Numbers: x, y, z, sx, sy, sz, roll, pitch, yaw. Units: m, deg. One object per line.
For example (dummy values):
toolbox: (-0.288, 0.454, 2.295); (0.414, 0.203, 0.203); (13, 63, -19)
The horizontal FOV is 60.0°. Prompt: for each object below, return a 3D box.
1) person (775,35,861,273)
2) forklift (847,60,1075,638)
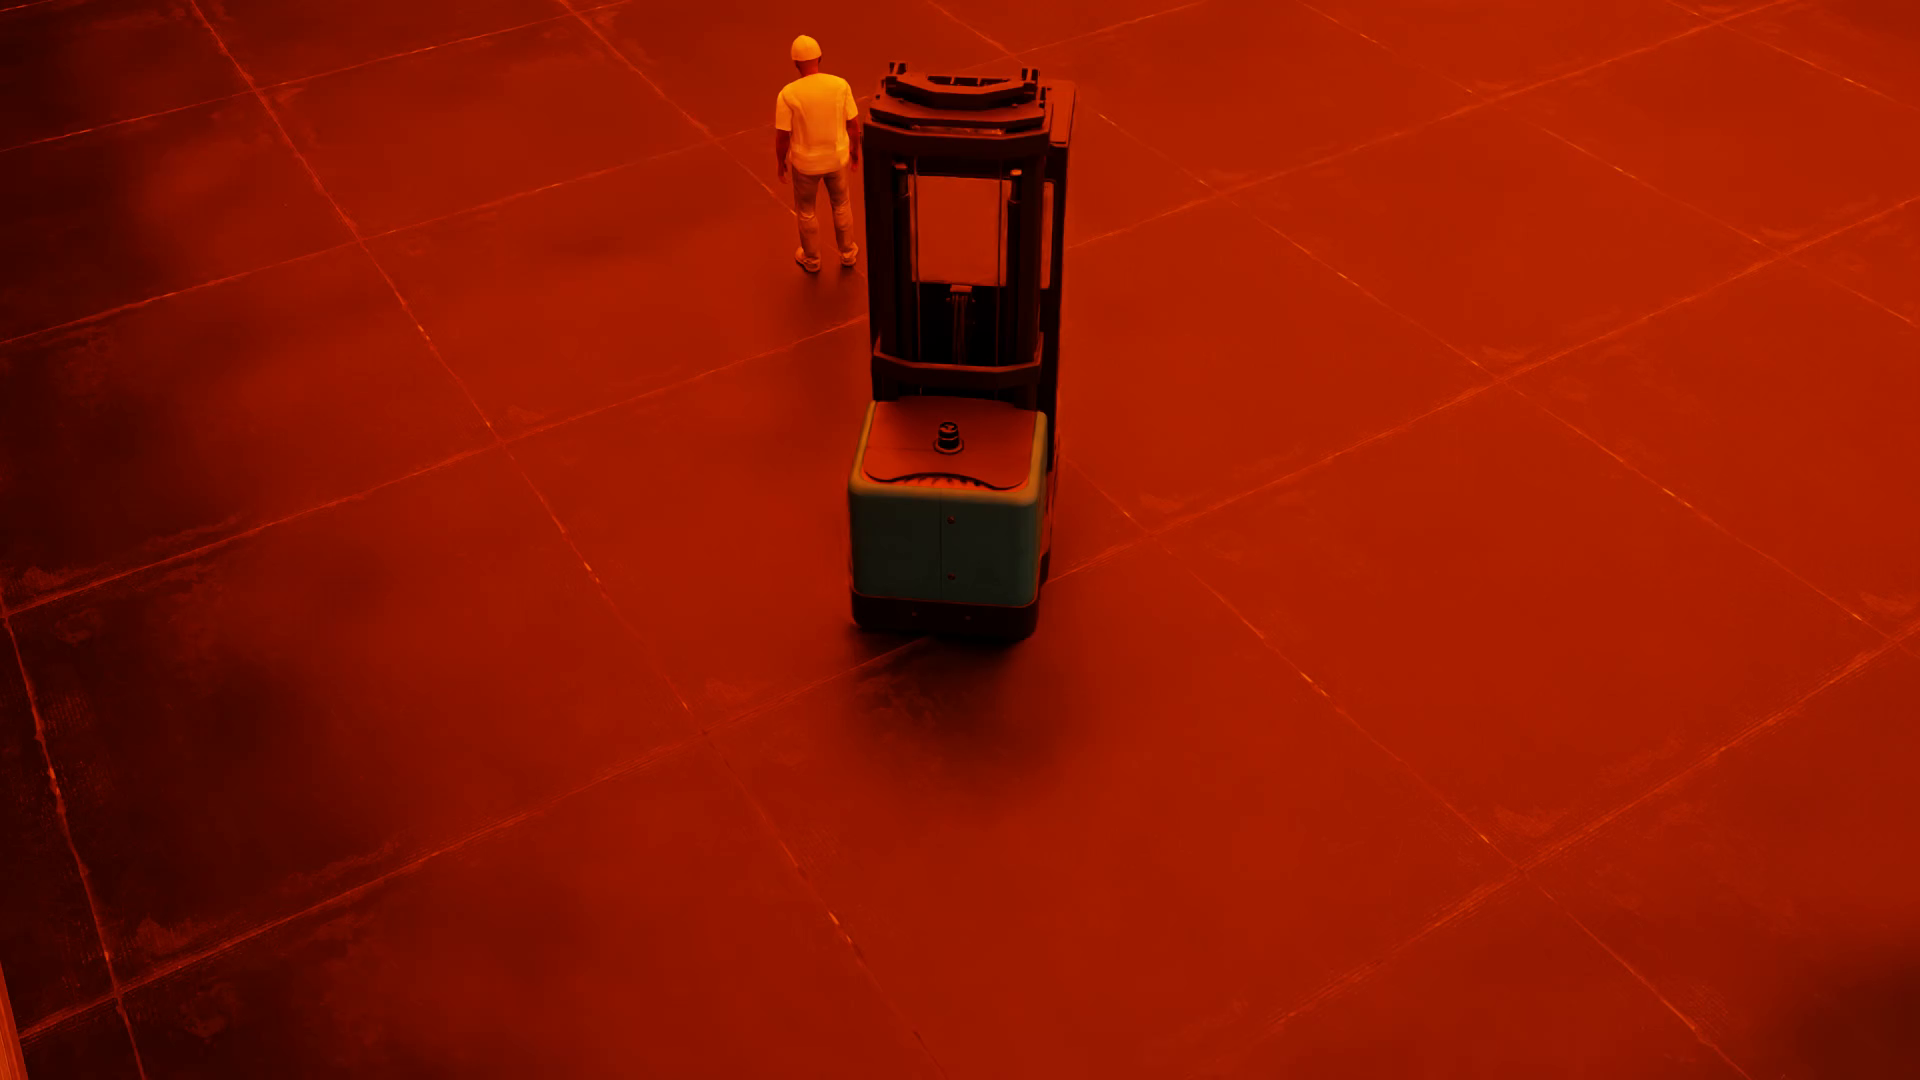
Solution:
person: (-1.017, -2.748, 11.909); (0.626, 1.759, 0.463); (-12, 43, -14)
forklift: (0.053, -1.515, 9.605); (1.130, 2.935, 3.031); (4, 41, 4)
